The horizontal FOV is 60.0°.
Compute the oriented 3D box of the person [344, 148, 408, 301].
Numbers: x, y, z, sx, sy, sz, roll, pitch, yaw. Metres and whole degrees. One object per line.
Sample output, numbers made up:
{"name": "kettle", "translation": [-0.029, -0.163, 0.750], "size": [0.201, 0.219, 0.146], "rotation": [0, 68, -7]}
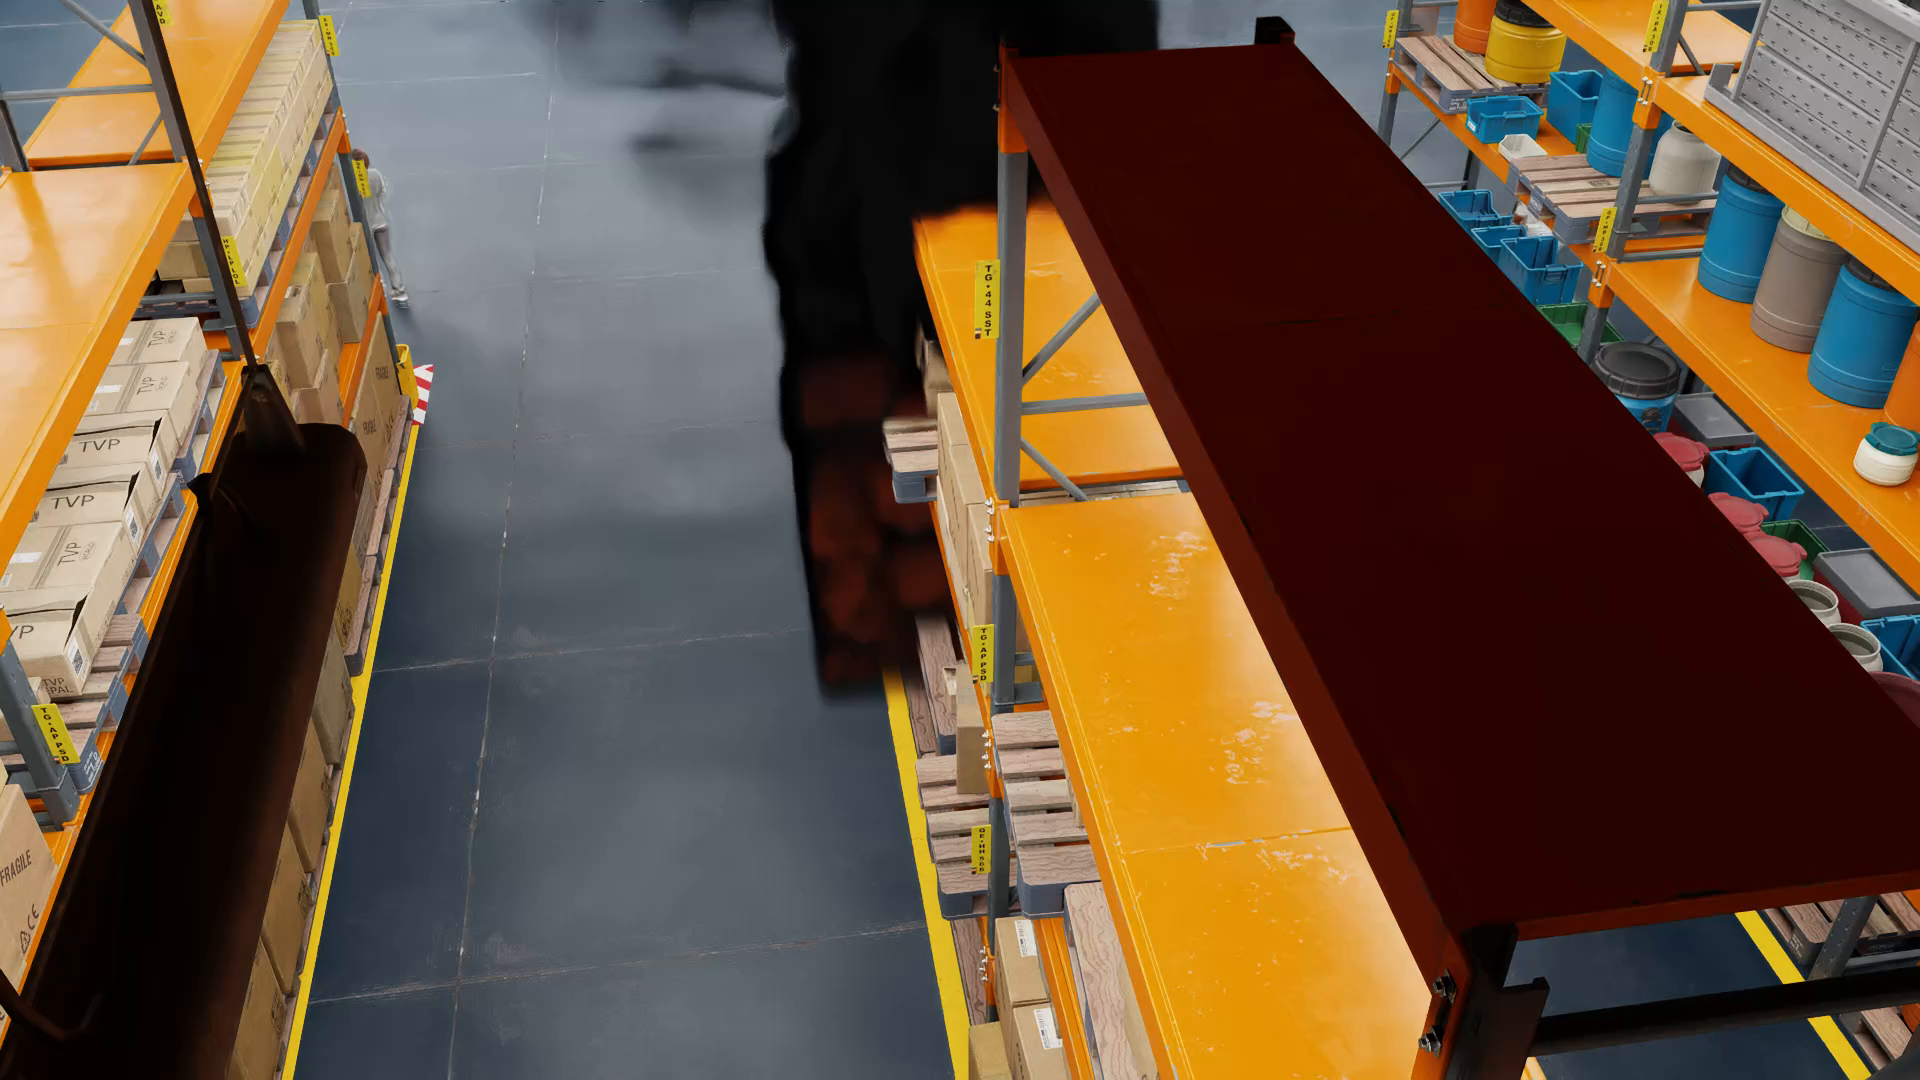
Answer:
{"name": "person", "translation": [-5.784, -3.075, 16.290], "size": [0.672, 1.611, 0.508], "rotation": [30, 46, 34]}

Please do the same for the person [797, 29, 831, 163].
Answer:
{"name": "person", "translation": [-1.503, -5.028, 18.936], "size": [0.716, 1.687, 0.574], "rotation": [8, 37, 11]}

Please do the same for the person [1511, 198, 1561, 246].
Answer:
{"name": "person", "translation": [5.556, -2.865, 15.984], "size": [0.631, 1.681, 0.871], "rotation": [-14, 39, -19]}
